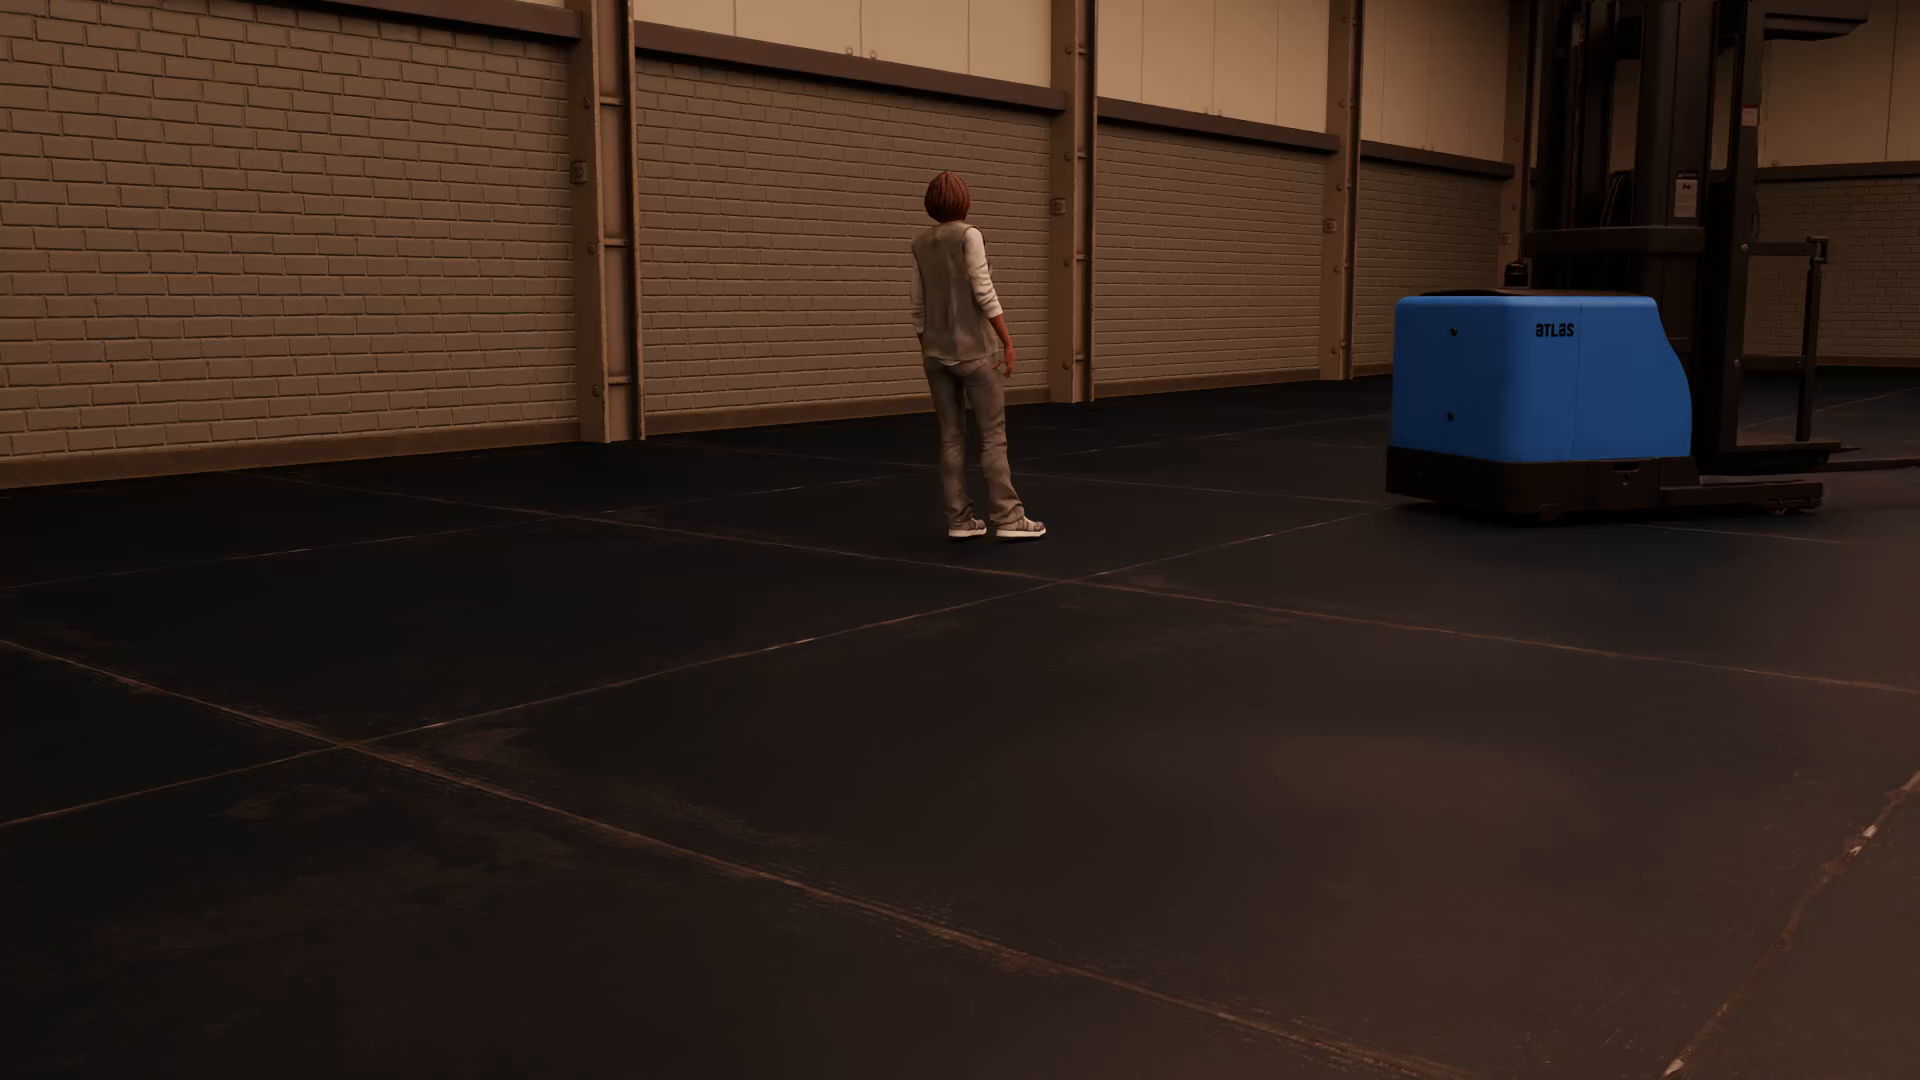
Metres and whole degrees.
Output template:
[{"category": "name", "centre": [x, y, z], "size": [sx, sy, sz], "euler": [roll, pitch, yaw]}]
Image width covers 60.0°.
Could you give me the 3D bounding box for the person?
[{"category": "person", "centre": [0.058, -0.804, 7.337], "size": [0.521, 1.599, 0.473], "euler": [7, 11, 38]}]

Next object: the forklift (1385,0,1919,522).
[{"category": "forklift", "centre": [3.779, -1.640, 8.489], "size": [3.031, 2.935, 1.130], "euler": [-3, 9, -19]}]
